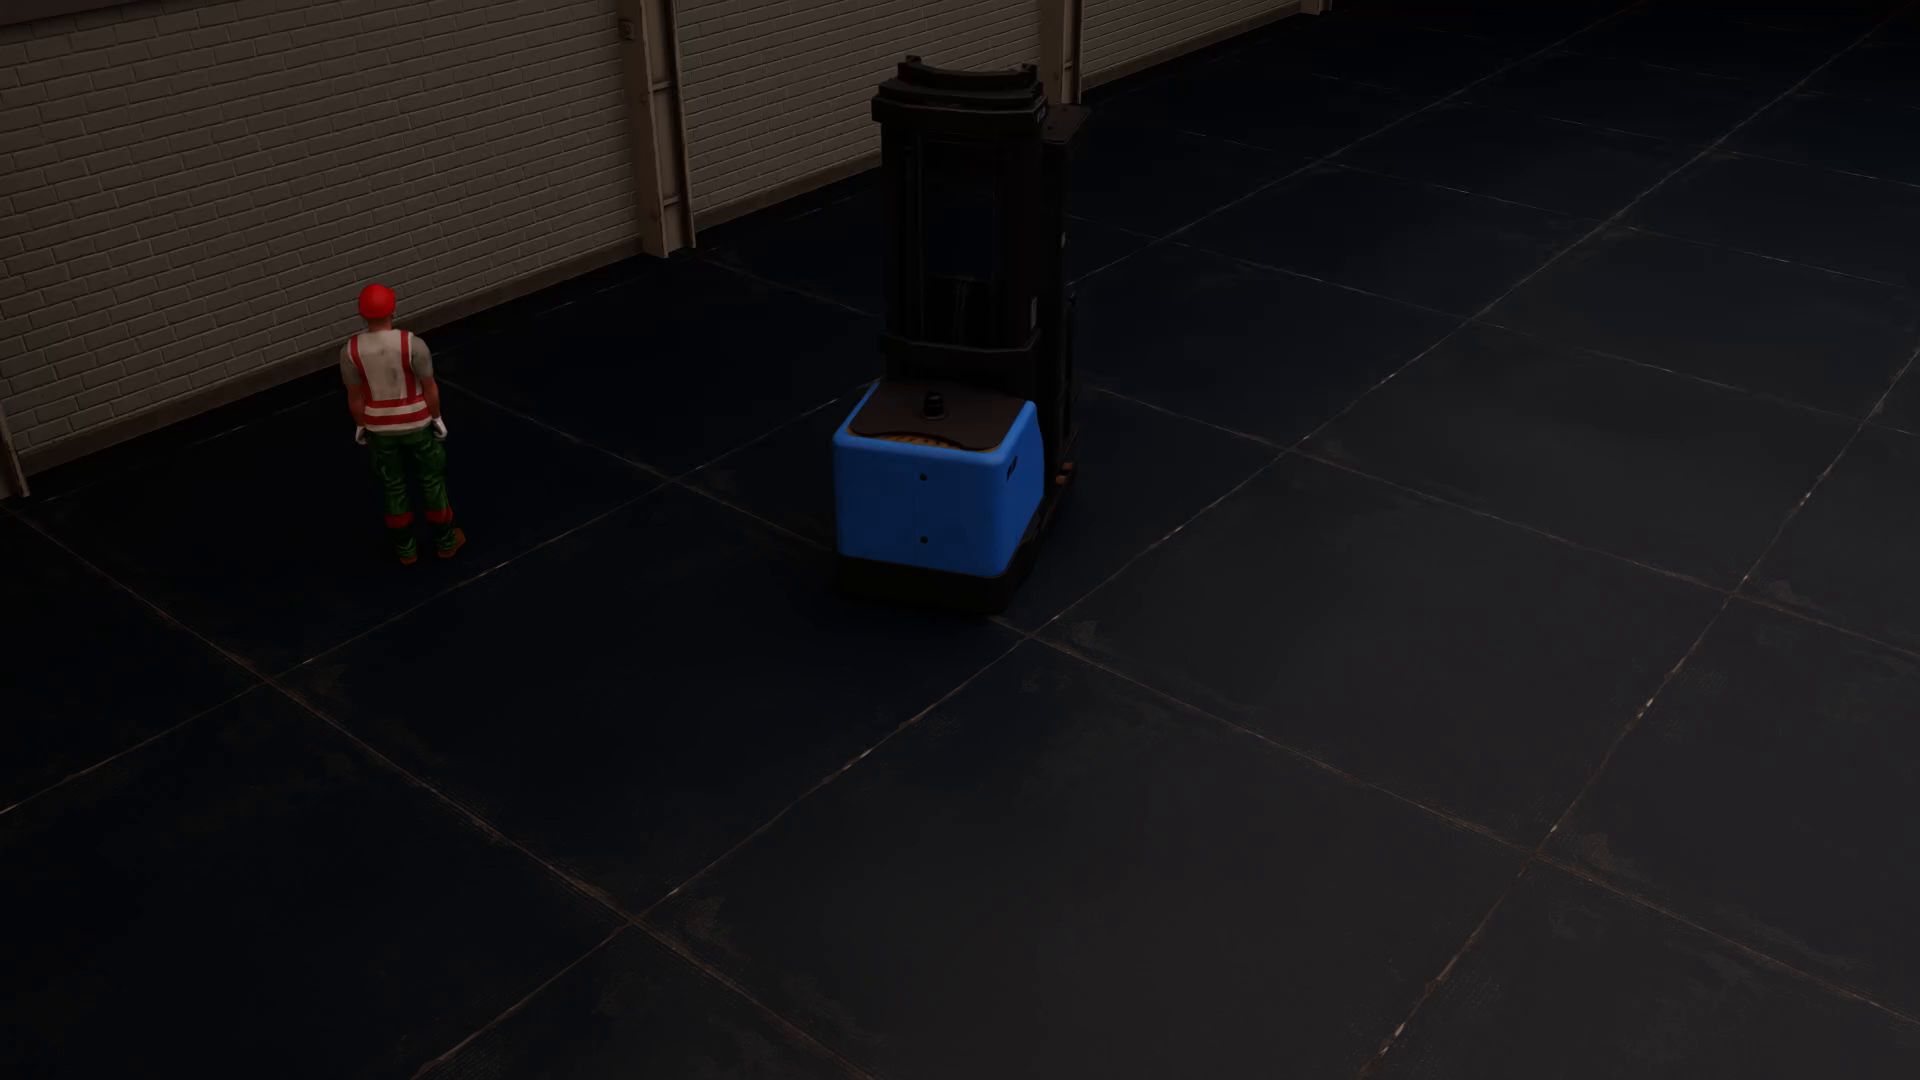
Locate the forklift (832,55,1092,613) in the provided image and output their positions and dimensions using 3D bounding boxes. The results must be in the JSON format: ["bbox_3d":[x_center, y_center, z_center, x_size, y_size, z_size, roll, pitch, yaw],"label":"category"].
[{"bbox_3d":[0.154,-1.573,10.287,1.130,2.935,3.031,8,31,14],"label":"forklift"}]

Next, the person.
[{"bbox_3d":[-3.336,-0.692,9.910,0.528,1.796,0.362,-6,31,-11],"label":"person"}]
